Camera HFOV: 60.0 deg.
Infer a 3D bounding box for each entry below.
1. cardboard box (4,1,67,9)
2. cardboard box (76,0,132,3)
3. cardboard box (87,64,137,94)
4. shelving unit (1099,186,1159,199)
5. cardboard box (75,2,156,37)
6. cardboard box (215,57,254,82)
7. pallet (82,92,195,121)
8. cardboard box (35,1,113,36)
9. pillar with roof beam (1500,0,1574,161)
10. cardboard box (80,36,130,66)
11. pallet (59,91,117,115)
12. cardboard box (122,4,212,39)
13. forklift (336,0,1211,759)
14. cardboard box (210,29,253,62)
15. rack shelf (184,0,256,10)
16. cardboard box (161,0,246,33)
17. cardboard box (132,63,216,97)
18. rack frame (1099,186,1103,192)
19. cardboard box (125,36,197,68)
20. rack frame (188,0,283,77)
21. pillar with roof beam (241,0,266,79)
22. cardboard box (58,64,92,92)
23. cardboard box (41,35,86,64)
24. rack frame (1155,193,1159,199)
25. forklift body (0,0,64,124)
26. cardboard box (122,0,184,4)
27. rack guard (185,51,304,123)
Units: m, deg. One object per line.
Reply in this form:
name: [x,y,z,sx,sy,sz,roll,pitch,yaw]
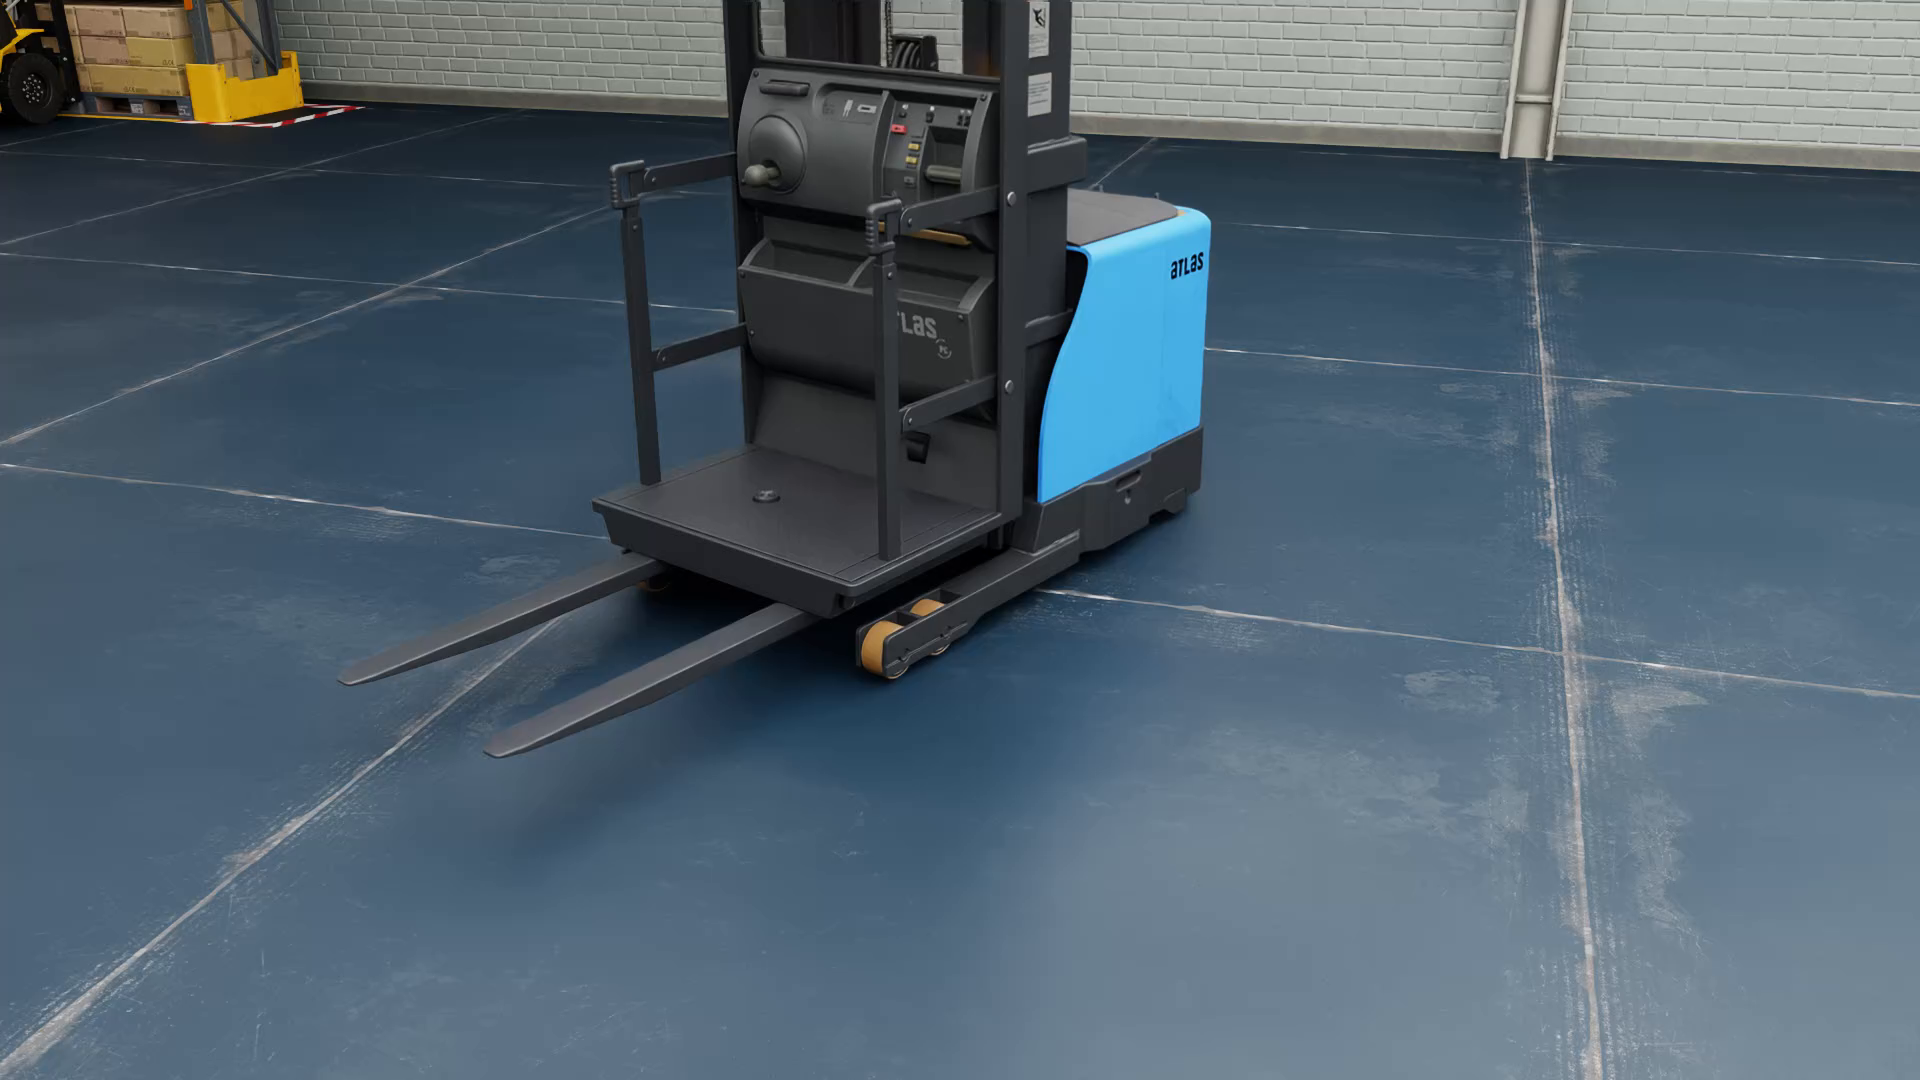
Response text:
cardboard box: [-8.582,-4.830,15.345,0.500,0.250,0.500,6,23,14]
cardboard box: [-7.952,-4.963,15.668,0.500,0.250,0.500,6,23,15]
cardboard box: [-7.606,-4.261,15.276,0.500,0.250,0.500,7,23,15]
shelving unit: [0.571,-0.788,6.308,0.252,1.050,0.215,16,27,34]
cardboard box: [-7.613,-4.720,15.077,0.500,0.250,0.500,7,23,16]
cardboard box: [-7.006,-4.391,15.593,0.500,0.250,0.500,7,23,16]
pallet: [-7.336,-4.123,15.543,1.213,0.211,1.003,7,23,16]
cardboard box: [-8.099,-4.772,15.203,0.500,0.250,0.500,7,23,16]
pillar with roof beam: [3.247,-5.644,7.672,0.400,9.000,9.100,7,23,16]
cardboard box: [-7.625,-4.497,15.190,0.500,0.250,0.500,6,23,15]
pallet: [-8.500,-4.257,15.871,1.213,0.211,1.003,7,23,15]
cardboard box: [-7.123,-4.666,14.946,0.500,0.250,0.500,7,23,17]
forklift: [-0.426,-1.167,4.752,1.130,2.935,3.031,16,27,35]
cardboard box: [-6.982,-4.625,15.503,0.500,0.250,0.500,7,23,16]
rack shelf: [-8.507,-5.231,15.518,4.000,0.370,1.077,7,23,16]
cardboard box: [-6.997,-4.851,15.395,0.500,0.250,0.500,6,23,15]
cardboard box: [-7.133,-4.203,15.134,0.500,0.250,0.500,7,23,16]
rack frame: [0.473,-0.816,6.376,0.008,1.050,0.200,16,27,34]
cardboard box: [-7.148,-4.438,15.047,0.500,0.250,0.500,6,23,15]
rack frame: [-6.592,-5.344,14.847,0.127,3.000,1.000,7,23,16]
pillar with roof beam: [-8.242,-6.960,10.879,0.400,9.000,9.100,7,23,16]
cardboard box: [-8.083,-4.319,15.417,0.500,0.250,0.500,7,23,16]
cardboard box: [-8.126,-4.545,15.310,0.500,0.250,0.500,6,23,14]
rack frame: [0.668,-0.760,6.240,0.008,1.050,0.200,16,27,34]
forklift body: [-8.934,-4.497,13.898,1.214,2.155,2.313,7,23,16]
cardboard box: [-7.477,-4.904,15.525,0.500,0.250,0.500,7,23,16]
rack guard: [-6.569,-4.185,15.314,0.348,0.500,1.175,7,23,16]
